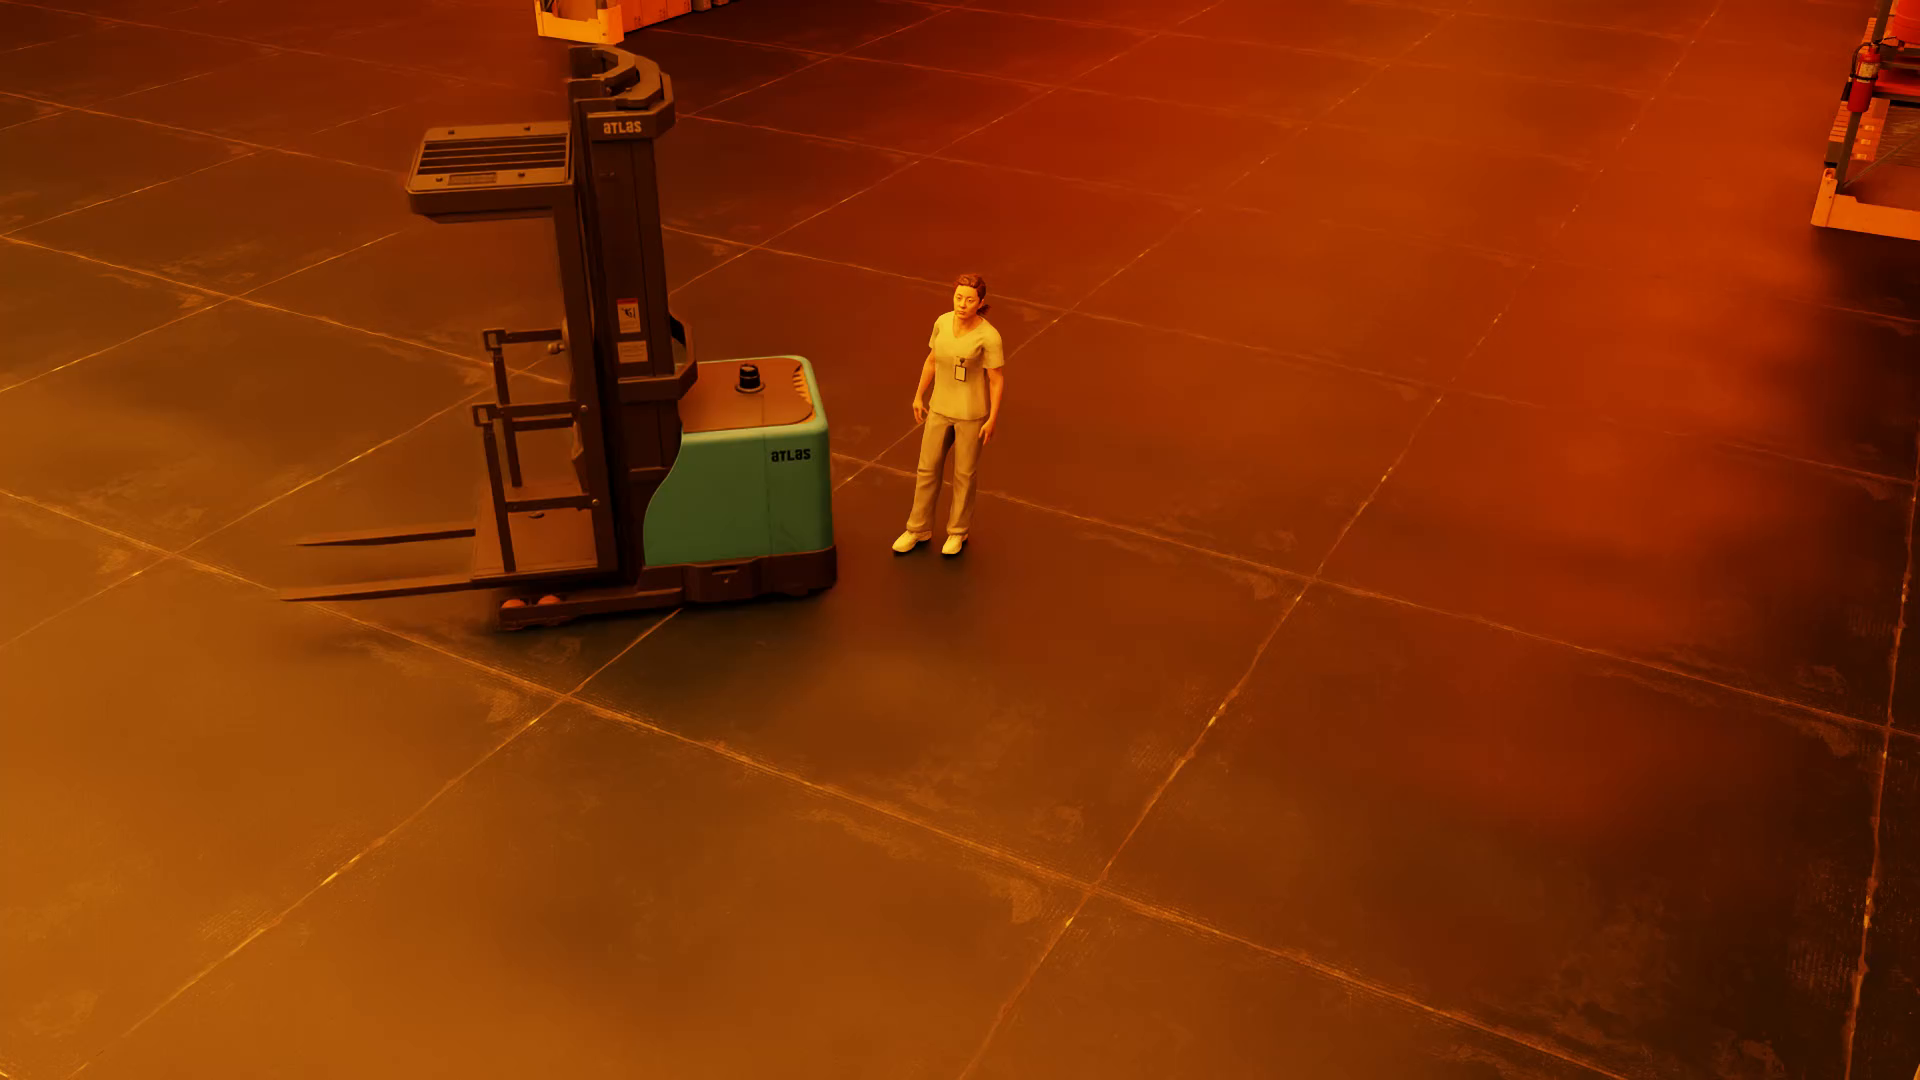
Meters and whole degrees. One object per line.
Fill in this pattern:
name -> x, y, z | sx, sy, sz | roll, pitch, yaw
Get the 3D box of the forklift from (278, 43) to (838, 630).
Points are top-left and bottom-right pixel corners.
forklift -> -2.266, -1.061, 8.908 | 3.031, 2.935, 1.130 | -5, 30, -9

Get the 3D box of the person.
person -> -0.022, -0.643, 9.607 | 0.516, 1.362, 0.395 | 15, 33, 25
